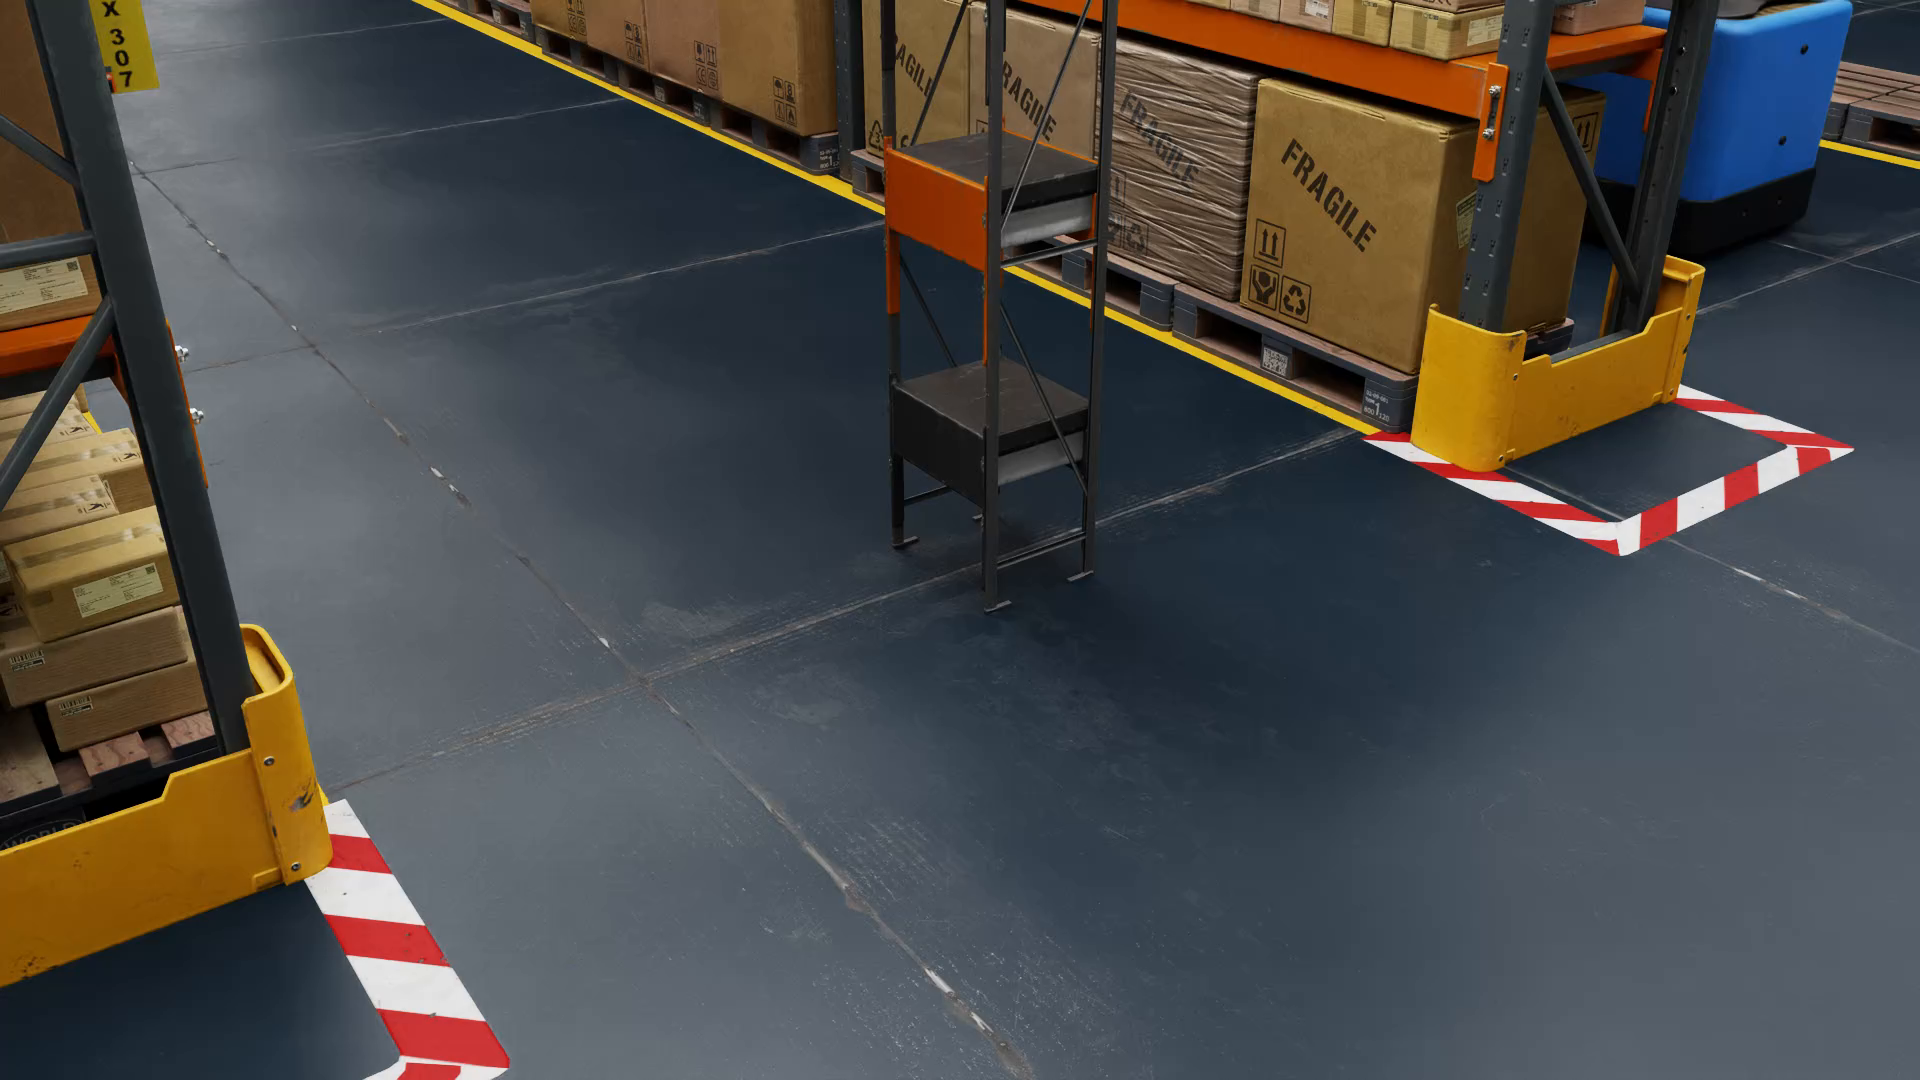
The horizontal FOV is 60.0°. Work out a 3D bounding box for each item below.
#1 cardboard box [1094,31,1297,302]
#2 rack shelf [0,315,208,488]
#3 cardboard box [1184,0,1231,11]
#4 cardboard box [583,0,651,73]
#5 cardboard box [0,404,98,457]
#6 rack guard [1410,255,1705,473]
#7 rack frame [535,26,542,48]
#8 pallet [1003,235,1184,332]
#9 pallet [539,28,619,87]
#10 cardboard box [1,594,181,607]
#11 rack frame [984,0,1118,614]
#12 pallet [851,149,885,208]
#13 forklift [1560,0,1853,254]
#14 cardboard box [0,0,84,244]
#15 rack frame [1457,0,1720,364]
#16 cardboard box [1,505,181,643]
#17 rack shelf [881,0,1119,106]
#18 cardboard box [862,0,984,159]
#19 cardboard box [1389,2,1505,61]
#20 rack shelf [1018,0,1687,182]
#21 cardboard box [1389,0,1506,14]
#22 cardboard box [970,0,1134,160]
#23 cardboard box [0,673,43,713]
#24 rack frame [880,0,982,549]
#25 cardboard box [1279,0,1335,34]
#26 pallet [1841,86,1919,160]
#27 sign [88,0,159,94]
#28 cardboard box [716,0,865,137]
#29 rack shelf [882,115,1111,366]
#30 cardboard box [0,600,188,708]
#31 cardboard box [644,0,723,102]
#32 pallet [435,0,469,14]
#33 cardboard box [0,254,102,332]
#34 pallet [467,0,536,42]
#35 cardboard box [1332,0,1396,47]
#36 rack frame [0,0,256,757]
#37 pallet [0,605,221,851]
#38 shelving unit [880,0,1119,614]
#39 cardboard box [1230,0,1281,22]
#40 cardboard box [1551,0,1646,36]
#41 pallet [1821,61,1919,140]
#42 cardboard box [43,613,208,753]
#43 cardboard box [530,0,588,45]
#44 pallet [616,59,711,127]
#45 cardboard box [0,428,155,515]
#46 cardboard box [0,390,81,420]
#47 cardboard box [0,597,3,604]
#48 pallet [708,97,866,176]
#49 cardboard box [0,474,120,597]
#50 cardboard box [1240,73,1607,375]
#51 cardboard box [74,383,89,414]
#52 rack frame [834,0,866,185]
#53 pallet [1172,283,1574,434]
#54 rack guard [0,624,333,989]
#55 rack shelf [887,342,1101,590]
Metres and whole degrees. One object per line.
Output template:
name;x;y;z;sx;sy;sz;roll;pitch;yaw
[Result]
cardboard box;1.165;-1.604;6.847;0.875;0.875;0.875;-19;34;-31
rack shelf;-3.129;-0.900;4.519;1.077;0.370;4.000;-19;34;-31
cardboard box;1.061;-2.106;6.249;0.380;0.149;0.250;-20;34;-32
cardboard box;-1.617;-3.511;10.358;1.225;0.875;0.875;-19;34;-30
cardboard box;-2.507;-0.211;4.419;0.380;0.149;0.250;-21;35;-33
rack guard;2.144;-0.665;5.951;1.175;0.500;0.348;-19;34;-31
rack frame;-2.511;-4.883;11.098;1.000;3.000;0.127;-19;34;-31
pallet;0.899;-1.310;7.442;1.003;0.211;1.213;-19;34;-31
pallet;-2.115;-3.330;11.160;1.003;0.211;1.213;-19;34;-31
cardboard box;-2.177;0.102;4.155;0.380;0.149;0.250;-19;34;-31
rack frame;0.238;-0.763;4.456;0.400;2.100;0.015;-19;34;-31
pallet;0.187;-1.785;8.316;1.003;0.211;1.213;-19;34;-31
forklift;2.760;-3.211;8.092;1.130;2.935;3.031;-20;34;-33
cardboard box;-2.005;-0.865;3.283;0.500;0.500;0.500;-17;33;-28
rack frame;2.130;-1.773;5.371;1.000;3.000;0.127;-19;34;-31
cardboard box;-1.996;0.070;3.902;0.380;0.149;0.250;-21;35;-33
rack shelf;0.096;-1.461;4.303;0.431;0.518;0.480;-19;34;-31
cardboard box;0.127;-2.300;8.128;0.875;0.875;0.875;-19;34;-31
cardboard box;1.655;-1.710;5.518;0.380;0.149;0.250;-18;33;-30
rack shelf;0.970;-2.234;6.974;1.077;0.370;4.000;-19;34;-31
cardboard box;1.632;-1.952;5.548;0.500;0.250;0.500;-19;34;-31
cardboard box;0.649;-1.950;7.484;0.875;0.875;0.875;-19;34;-31
cardboard box;-2.231;0.258;4.179;0.380;0.149;0.250;-19;34;-31
rack frame;-0.046;-0.953;4.805;0.400;2.100;0.015;-19;34;-31
cardboard box;1.357;-1.909;5.885;0.380;0.149;0.250;-19;34;-31
pallet;5.718;-2.250;9.171;1.003;0.211;1.213;-19;34;-31
sign;-1.527;-0.970;2.985;0.100;0.325;0.005;-19;34;-31
cardboard box;-0.578;-2.822;9.089;1.225;0.875;0.875;-19;34;-30
rack shelf;0.096;-0.846;4.637;0.431;0.518;0.480;-19;34;-31
cardboard box;-2.064;0.224;3.930;0.380;0.149;0.250;-17;33;-29
cardboard box;-1.097;-3.169;9.728;1.225;0.875;0.875;-20;34;-32
pallet;-3.666;-4.436;13.196;1.003;0.211;1.213;-19;34;-31
cardboard box;-1.890;-0.545;3.374;0.380;0.149;0.250;-19;34;-31
pallet;-2.963;-3.962;12.323;1.003;0.211;1.213;-19;34;-31
cardboard box;1.503;-1.810;5.703;0.380;0.149;0.250;-18;33;-30
rack frame;-1.969;-0.439;2.915;1.000;3.000;0.127;-19;34;-31
pallet;-2.456;0.431;4.235;1.003;0.211;1.213;-19;34;-31
shelving unit;0.096;-0.858;4.630;0.431;2.100;0.503;-19;34;-31
cardboard box;1.213;-2.006;6.064;0.380;0.149;0.250;-18;33;-30
cardboard box;2.193;-1.892;5.853;0.380;0.149;0.250;-18;33;-30
pallet;5.014;-2.724;10.044;1.003;0.211;1.213;-19;34;-31
cardboard box;-2.012;0.337;4.034;0.380;0.149;0.250;-18;33;-30
cardboard box;-2.127;-3.860;11.000;1.225;0.875;0.875;-21;35;-33
pallet;-1.411;-2.856;10.288;1.003;0.211;1.213;-19;34;-31
cardboard box;-2.296;-0.137;4.283;0.380;0.149;0.250;-19;34;-31
cardboard box;-2.660;-0.321;4.622;0.380;0.149;0.250;-17;33;-29
cardboard box;-2.391;0.031;4.285;0.380;0.149;0.250;-18;33;-30
pallet;-0.699;-2.381;9.414;1.003;0.211;1.213;-19;34;-31
cardboard box;-2.254;-0.004;4.038;0.380;0.149;0.250;-18;33;-30
cardboard box;1.693;-1.250;6.195;0.875;0.875;0.875;-19;34;-31
cardboard box;-2.776;-0.436;4.834;0.380;0.149;0.250;-18;33;-30
rack frame;-0.190;-3.328;8.234;1.000;3.000;0.127;-19;34;-31
pallet;1.602;-0.836;6.569;1.003;0.211;1.213;-19;34;-31
rack guard;-2.013;0.630;3.566;1.175;0.500;0.348;-19;34;-31
rack shelf;0.096;-0.231;4.971;0.431;0.518;0.480;-19;34;-31
